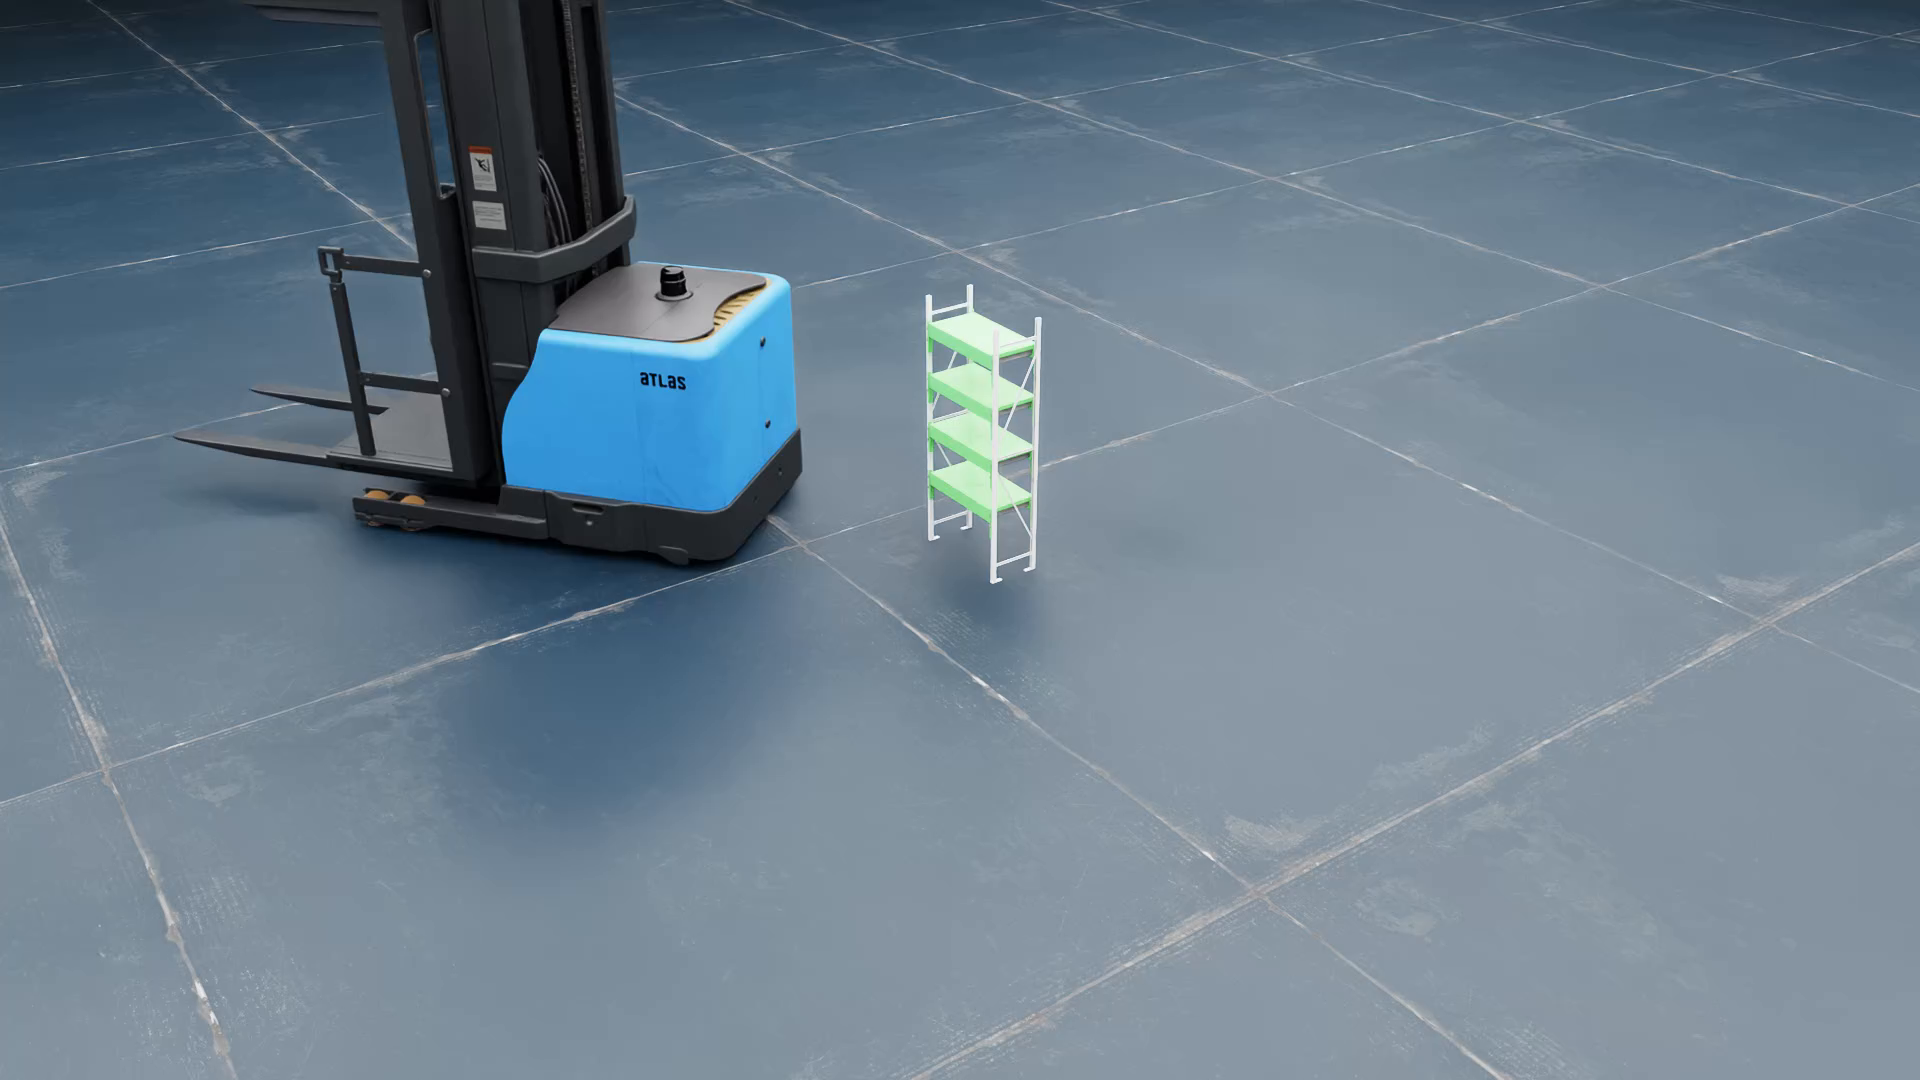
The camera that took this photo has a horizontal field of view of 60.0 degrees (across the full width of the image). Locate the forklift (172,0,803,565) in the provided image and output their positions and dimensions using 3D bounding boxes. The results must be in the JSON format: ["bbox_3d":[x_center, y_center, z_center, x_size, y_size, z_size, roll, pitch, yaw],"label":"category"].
[{"bbox_3d":[-2.355,-1.560,7.551,3.031,2.935,1.130,8,29,14],"label":"forklift"}]

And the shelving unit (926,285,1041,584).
[{"bbox_3d":[0.096,-0.463,7.345,0.258,1.200,0.503,-19,34,-31],"label":"shelving unit"}]

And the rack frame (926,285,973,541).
[{"bbox_3d":[-0.046,-0.558,7.520,0.240,1.200,0.015,-19,34,-31],"label":"rack frame"}]

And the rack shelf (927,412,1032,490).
[{"bbox_3d":[0.096,-0.407,7.376,0.258,0.148,0.480,-19,34,-31],"label":"rack shelf"}]

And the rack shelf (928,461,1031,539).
[{"bbox_3d":[0.096,-0.196,7.490,0.258,0.148,0.480,-19,34,-31],"label":"rack shelf"}]

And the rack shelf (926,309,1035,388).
[{"bbox_3d":[0.096,-0.829,7.147,0.258,0.148,0.480,-19,34,-31],"label":"rack shelf"}]

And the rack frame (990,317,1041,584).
[{"bbox_3d":[0.238,-0.368,7.170,0.240,1.200,0.015,-19,34,-31],"label":"rack frame"}]

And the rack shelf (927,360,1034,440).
[{"bbox_3d":[0.096,-0.618,7.261,0.258,0.148,0.480,-19,34,-31],"label":"rack shelf"}]
